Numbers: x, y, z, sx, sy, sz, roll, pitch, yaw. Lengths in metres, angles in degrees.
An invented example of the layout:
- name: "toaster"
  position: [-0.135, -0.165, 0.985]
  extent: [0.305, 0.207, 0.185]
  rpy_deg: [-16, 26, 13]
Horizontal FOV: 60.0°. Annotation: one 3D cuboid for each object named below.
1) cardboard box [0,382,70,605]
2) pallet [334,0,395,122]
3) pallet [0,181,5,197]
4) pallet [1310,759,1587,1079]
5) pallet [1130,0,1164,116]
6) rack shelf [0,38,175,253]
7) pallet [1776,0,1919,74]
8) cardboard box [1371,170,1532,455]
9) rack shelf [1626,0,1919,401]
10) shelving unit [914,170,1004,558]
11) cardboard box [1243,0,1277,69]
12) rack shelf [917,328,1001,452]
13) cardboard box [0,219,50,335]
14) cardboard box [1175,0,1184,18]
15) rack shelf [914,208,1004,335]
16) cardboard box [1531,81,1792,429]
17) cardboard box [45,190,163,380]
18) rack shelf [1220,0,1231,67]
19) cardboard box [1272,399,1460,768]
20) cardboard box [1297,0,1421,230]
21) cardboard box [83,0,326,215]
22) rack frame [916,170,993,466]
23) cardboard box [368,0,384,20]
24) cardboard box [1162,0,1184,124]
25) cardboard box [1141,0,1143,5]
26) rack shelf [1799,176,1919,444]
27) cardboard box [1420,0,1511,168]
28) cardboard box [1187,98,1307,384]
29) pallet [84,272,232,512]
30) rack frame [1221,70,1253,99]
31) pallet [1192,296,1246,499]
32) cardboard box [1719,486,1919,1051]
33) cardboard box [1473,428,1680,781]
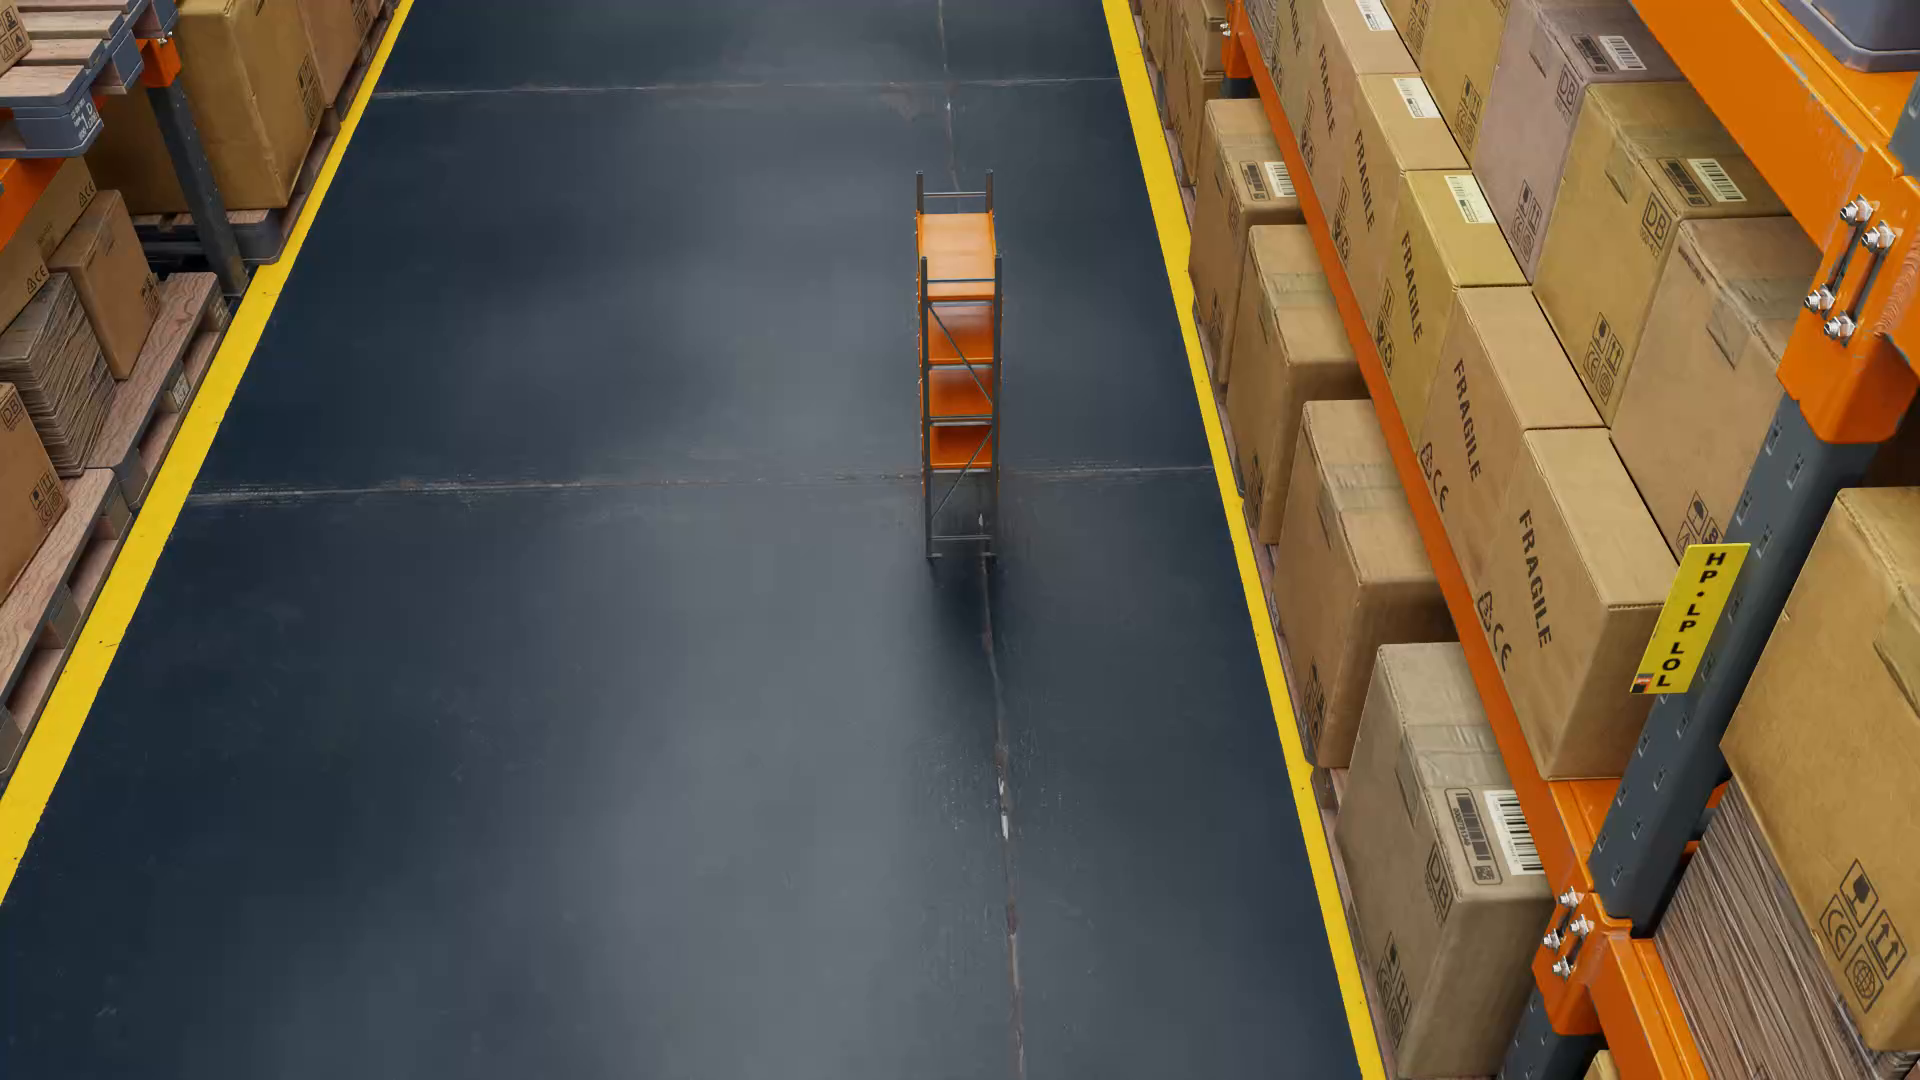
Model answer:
- name: "cardboard box"
  position: [-3.335, -0.156, 5.224]
  extent: [0.700, 0.500, 0.500]
  rpy_deg: [2, 43, 2]
- name: "pallet"
  position: [-3.457, -2.452, 8.268]
  extent: [1.003, 0.211, 1.213]
  rpy_deg: [-2, 43, -2]
- name: "pallet"
  position: [-3.325, -0.718, 4.455]
  extent: [1.003, 0.211, 1.213]
  rpy_deg: [-2, 43, -2]
- name: "pallet"
  position: [1.571, 1.012, 4.490]
  extent: [1.003, 0.211, 1.213]
  rpy_deg: [-2, 43, -2]
- name: "pallet"
  position: [1.429, -2.519, 8.342]
  extent: [1.003, 0.211, 1.213]
  rpy_deg: [-2, 43, -2]
- name: "rack shelf"
  position: [-3.365, -0.508, 4.617]
  extent: [1.077, 0.370, 4.000]
  rpy_deg: [-2, 43, -2]
- name: "pallet"
  position: [1.591, -1.150, 2.706]
  extent: [0.805, 0.209, 1.217]
  rpy_deg: [-3, 43, -4]
- name: "cardboard box"
  position: [1.347, -0.561, 4.068]
  extent: [0.500, 0.500, 0.500]
  rpy_deg: [-1, 43, -1]
- name: "rack shelf"
  position: [1.594, -1.688, 3.684]
  extent: [1.077, 0.370, 4.000]
  rpy_deg: [-2, 43, -2]
- name: "shelving unit"
  position: [-0.007, -0.554, 5.466]
  extent: [0.258, 1.200, 0.503]
  rpy_deg: [-2, 43, -2]
- name: "cardboard box"
  position: [1.259, -1.924, 5.555]
  extent: [0.500, 0.500, 0.500]
  rpy_deg: [-1, 43, -1]
- name: "rack shelf"
  position: [-0.007, -0.504, 5.512]
  extent: [0.258, 0.148, 0.480]
  rpy_deg: [-2, 43, -2]
- name: "cardboard box"
  position: [-3.359, -0.831, 5.406]
  extent: [0.500, 0.250, 0.500]
  rpy_deg: [3, 43, 3]
- name: "cardboard box"
  position: [1.186, -2.502, 7.244]
  extent: [0.500, 0.250, 0.500]
  rpy_deg: [-1, 43, -1]
- name: "rack shelf"
  position: [-0.007, -0.844, 5.201]
  extent: [0.258, 0.148, 0.480]
  rpy_deg: [-2, 43, -2]
- name: "cardboard box"
  position: [1.629, -0.585, 3.354]
  extent: [0.700, 0.500, 0.500]
  rpy_deg: [-2, 43, -2]
- name: "cardboard box"
  position: [-3.402, -0.912, 6.050]
  extent: [0.700, 0.500, 0.500]
  rpy_deg: [-4, 43, -4]
- name: "rack shelf"
  position: [1.425, -3.283, 7.644]
  extent: [1.077, 0.370, 4.000]
  rpy_deg: [-2, 43, -2]
- name: "cardboard box"
  position: [1.526, 0.109, 4.765]
  extent: [1.050, 0.750, 0.750]
  rpy_deg: [-2, 43, -2]
- name: "cardboard box"
  position: [1.304, -1.240, 4.809]
  extent: [0.500, 0.500, 0.500]
  rpy_deg: [-2, 43, -2]
- name: "cardboard box"
  position: [-3.459, -1.962, 6.932]
  extent: [1.225, 0.875, 0.875]
  rpy_deg: [-3, 43, -4]
- name: "rack frame"
  position: [-0.017, -0.719, 5.646]
  extent: [0.240, 1.200, 0.015]
  rpy_deg: [-2, 43, -2]
- name: "cardboard box"
  position: [-3.534, -3.161, 8.240]
  extent: [1.225, 0.875, 0.875]
  rpy_deg: [-3, 43, -3]
- name: "cardboard box"
  position: [1.202, -2.218, 7.489]
  extent: [0.500, 0.500, 0.500]
  rpy_deg: [0, 43, 0]
- name: "cardboard box"
  position: [1.166, -2.914, 8.249]
  extent: [0.500, 0.500, 0.500]
  rpy_deg: [-1, 43, -1]
- name: "rack shelf"
  position: [1.764, 1.012, 0.738]
  extent: [1.077, 0.370, 4.000]
  rpy_deg: [-2, 43, -2]
- name: "cardboard box"
  position: [1.587, -1.267, 4.098]
  extent: [0.700, 0.500, 0.500]
  rpy_deg: [-2, 43, -2]
- name: "cardboard box"
  position: [1.446, -1.109, 6.095]
  extent: [1.050, 0.750, 0.750]
  rpy_deg: [-2, 43, -2]
- name: "pallet"
  position: [-3.419, -0.568, 6.213]
  extent: [1.003, 0.211, 1.213]
  rpy_deg: [-2, 43, -2]
- name: "rack frame"
  position: [1.510, -2.198, 5.928]
  extent: [1.000, 3.000, 0.127]
  rpy_deg: [-2, 43, -2]
- name: "pallet"
  position: [1.468, -0.635, 6.287]
  extent: [1.003, 0.211, 1.213]
  rpy_deg: [-2, 43, -2]
- name: "cardboard box"
  position: [1.661, 0.300, 2.293]
  extent: [0.875, 0.550, 0.550]
  rpy_deg: [-2, 43, -2]
- name: "cardboard box"
  position: [1.390, 0.121, 3.324]
  extent: [0.500, 0.500, 0.500]
  rpy_deg: [-2, 43, -2]
